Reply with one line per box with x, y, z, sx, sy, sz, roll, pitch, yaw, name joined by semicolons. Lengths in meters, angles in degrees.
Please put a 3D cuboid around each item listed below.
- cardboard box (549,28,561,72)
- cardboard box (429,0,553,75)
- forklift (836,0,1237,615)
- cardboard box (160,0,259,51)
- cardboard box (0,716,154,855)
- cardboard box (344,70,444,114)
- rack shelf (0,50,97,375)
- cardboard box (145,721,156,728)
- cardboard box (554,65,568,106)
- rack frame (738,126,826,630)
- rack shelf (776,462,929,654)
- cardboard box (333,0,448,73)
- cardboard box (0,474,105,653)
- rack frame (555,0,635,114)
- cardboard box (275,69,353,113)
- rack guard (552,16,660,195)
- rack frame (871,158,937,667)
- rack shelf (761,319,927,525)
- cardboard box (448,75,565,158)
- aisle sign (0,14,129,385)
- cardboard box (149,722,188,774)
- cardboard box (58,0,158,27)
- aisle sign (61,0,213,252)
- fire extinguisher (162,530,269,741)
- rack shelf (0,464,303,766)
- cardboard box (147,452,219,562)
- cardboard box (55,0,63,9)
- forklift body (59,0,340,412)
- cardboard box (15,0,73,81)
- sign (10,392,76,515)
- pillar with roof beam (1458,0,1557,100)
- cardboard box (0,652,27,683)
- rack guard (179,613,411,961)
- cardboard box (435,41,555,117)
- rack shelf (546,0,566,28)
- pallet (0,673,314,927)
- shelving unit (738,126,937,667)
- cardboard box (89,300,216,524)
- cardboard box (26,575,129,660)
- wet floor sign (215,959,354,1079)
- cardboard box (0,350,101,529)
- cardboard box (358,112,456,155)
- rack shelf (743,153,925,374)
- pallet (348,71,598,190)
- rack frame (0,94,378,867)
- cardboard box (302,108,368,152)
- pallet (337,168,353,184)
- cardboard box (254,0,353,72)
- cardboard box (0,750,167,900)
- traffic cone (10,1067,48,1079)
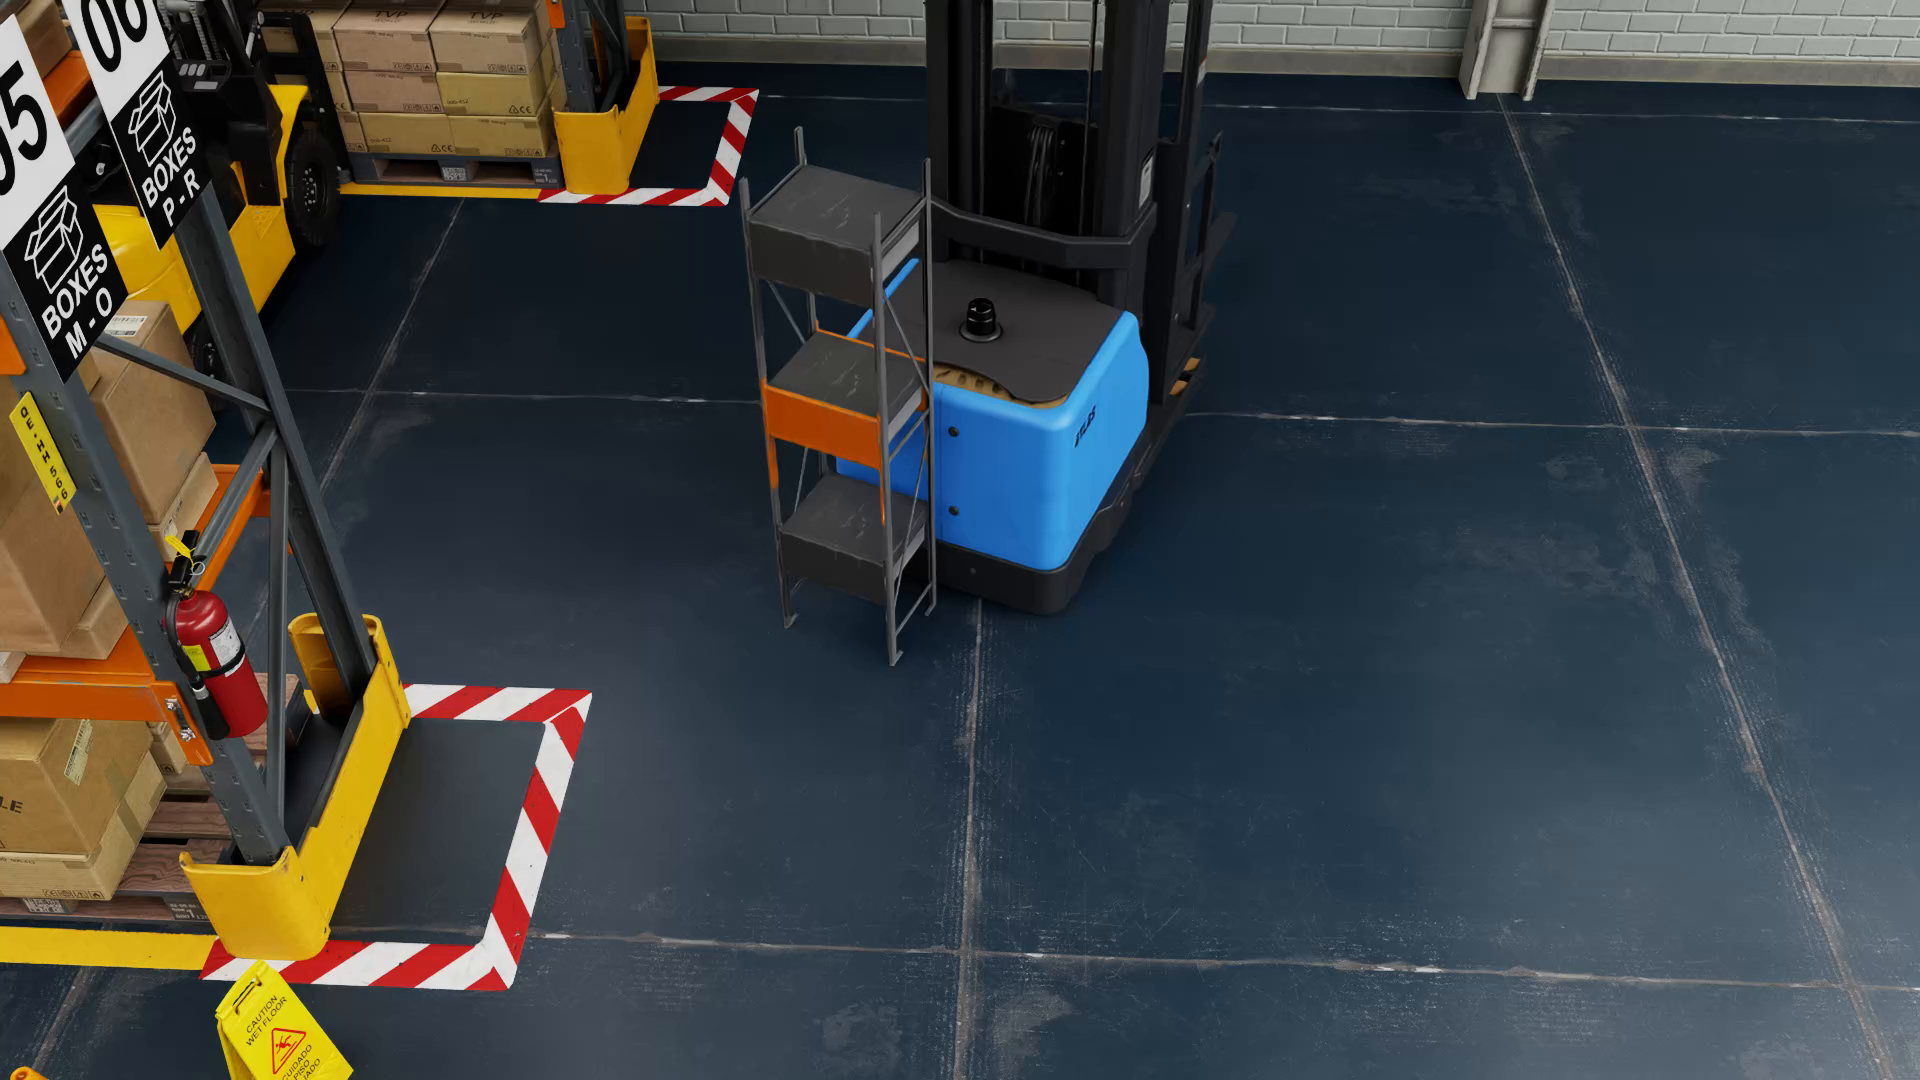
-2.509;-2.921;9.527;0.500;0.250;0.500;2;43;3;cardboard box
-2.523;-2.750;8.976;0.500;0.250;0.500;3;43;3;cardboard box
0.536;-1.778;7.008;1.130;2.935;3.031;17;46;17;forklift
-4.043;-2.791;9.021;0.500;0.250;0.500;1;43;1;cardboard box
-3.081;0.677;5.482;0.500;0.500;0.500;2;43;2;cardboard box
-3.049;-2.590;9.172;0.500;0.250;0.500;1;43;1;cardboard box
-4.266;-0.950;4.396;4.000;0.370;1.077;2;43;2;rack shelf
-3.086;0.310;5.875;0.500;0.500;0.500;0;43;0;cardboard box
-2.530;-2.730;9.689;0.500;0.250;0.500;2;43;2;cardboard box
-0.632;-0.523;6.271;0.015;2.100;0.400;18;46;18;rack frame
-0.411;0.071;6.681;0.480;0.518;0.431;18;46;18;rack shelf
-3.033;-2.761;8.989;0.500;0.250;0.500;2;43;3;cardboard box
-2.823;-0.029;4.789;0.500;0.500;0.500;1;43;1;cardboard box
-2.049;-3.434;8.736;0.127;3.000;1.000;2;43;2;rack frame
-3.566;-2.591;9.173;0.500;0.250;0.500;1;43;1;cardboard box
-2.025;-2.519;9.587;0.348;0.500;1.175;2;43;2;rack guard
-0.191;-0.380;6.117;0.015;2.100;0.400;18;46;18;rack frame
-0.411;-0.441;6.203;0.480;0.518;0.431;18;46;18;rack shelf
-2.532;-2.381;9.315;0.500;0.250;0.500;2;43;2;cardboard box
-2.220;-0.806;4.008;0.004;0.787;0.394;2;43;2;aisle sign
-3.062;0.585;6.130;0.500;0.250;0.500;1;43;2;cardboard box
-4.567;-2.812;9.044;0.500;0.250;0.500;3;43;3;cardboard box
-2.193;-1.215;4.446;0.004;0.787;0.394;2;43;2;aisle sign
-2.175;0.291;4.793;0.183;0.674;0.296;2;43;2;fire extinguisher
-4.266;0.148;5.419;4.000;0.370;1.077;2;43;2;rack shelf
-2.598;-0.114;5.356;0.250;0.149;0.380;2;43;2;cardboard box
-5.065;-2.819;9.052;0.500;0.250;0.500;2;43;2;cardboard box
-4.025;-1.940;7.754;1.214;2.155;2.313;2;43;2;forklift body
-2.585;-1.291;4.419;0.250;0.149;0.380;2;43;2;cardboard box
-2.313;-0.216;4.200;0.005;0.325;0.100;2;43;2;sign
3.096;-3.149;4.028;0.400;9.000;9.100;2;43;2;pillar with roof beam
-2.910;0.240;4.976;0.250;0.149;0.380;1;43;1;cardboard box
-2.344;0.858;5.962;0.348;0.500;1.175;2;43;2;rack guard
-2.549;-2.567;9.147;0.500;0.250;0.500;1;43;1;cardboard box
-4.047;-3.233;9.047;4.000;0.370;1.077;2;43;2;rack shelf
-3.154;0.915;6.113;1.213;0.211;1.003;2;43;2;pallet
-0.411;-0.451;6.194;0.503;2.100;0.431;18;46;18;shelving unit
-2.729;-0.403;5.191;0.500;0.500;0.500;1;43;1;cardboard box
-2.652;0.172;5.049;0.250;0.149;0.380;3;43;3;cardboard box
-2.127;1.542;5.122;0.232;0.644;0.267;16;45;16;wet floor sign
-2.789;-0.433;4.489;0.500;0.500;0.700;1;43;1;cardboard box
-3.029;-2.403;9.338;0.500;0.250;0.500;2;43;2;cardboard box
-0.411;-0.954;5.726;0.480;0.518;0.431;18;46;18;rack shelf
-2.814;-2.409;9.681;1.213;0.211;1.003;2;43;2;pallet
-2.268;-0.054;5.108;0.127;3.000;1.000;2;43;2;rack frame
-3.528;-2.424;9.361;0.500;0.250;0.500;2;43;2;cardboard box
-4.030;-2.448;9.723;1.213;0.211;1.003;2;43;2;pallet
-3.538;-2.770;8.998;0.500;0.250;0.500;2;43;2;cardboard box
-3.112;0.956;5.733;0.500;0.250;0.500;2;43;2;cardboard box
-2.756;1.739;5.044;0.334;0.463;0.336;2;43;2;traffic cone
